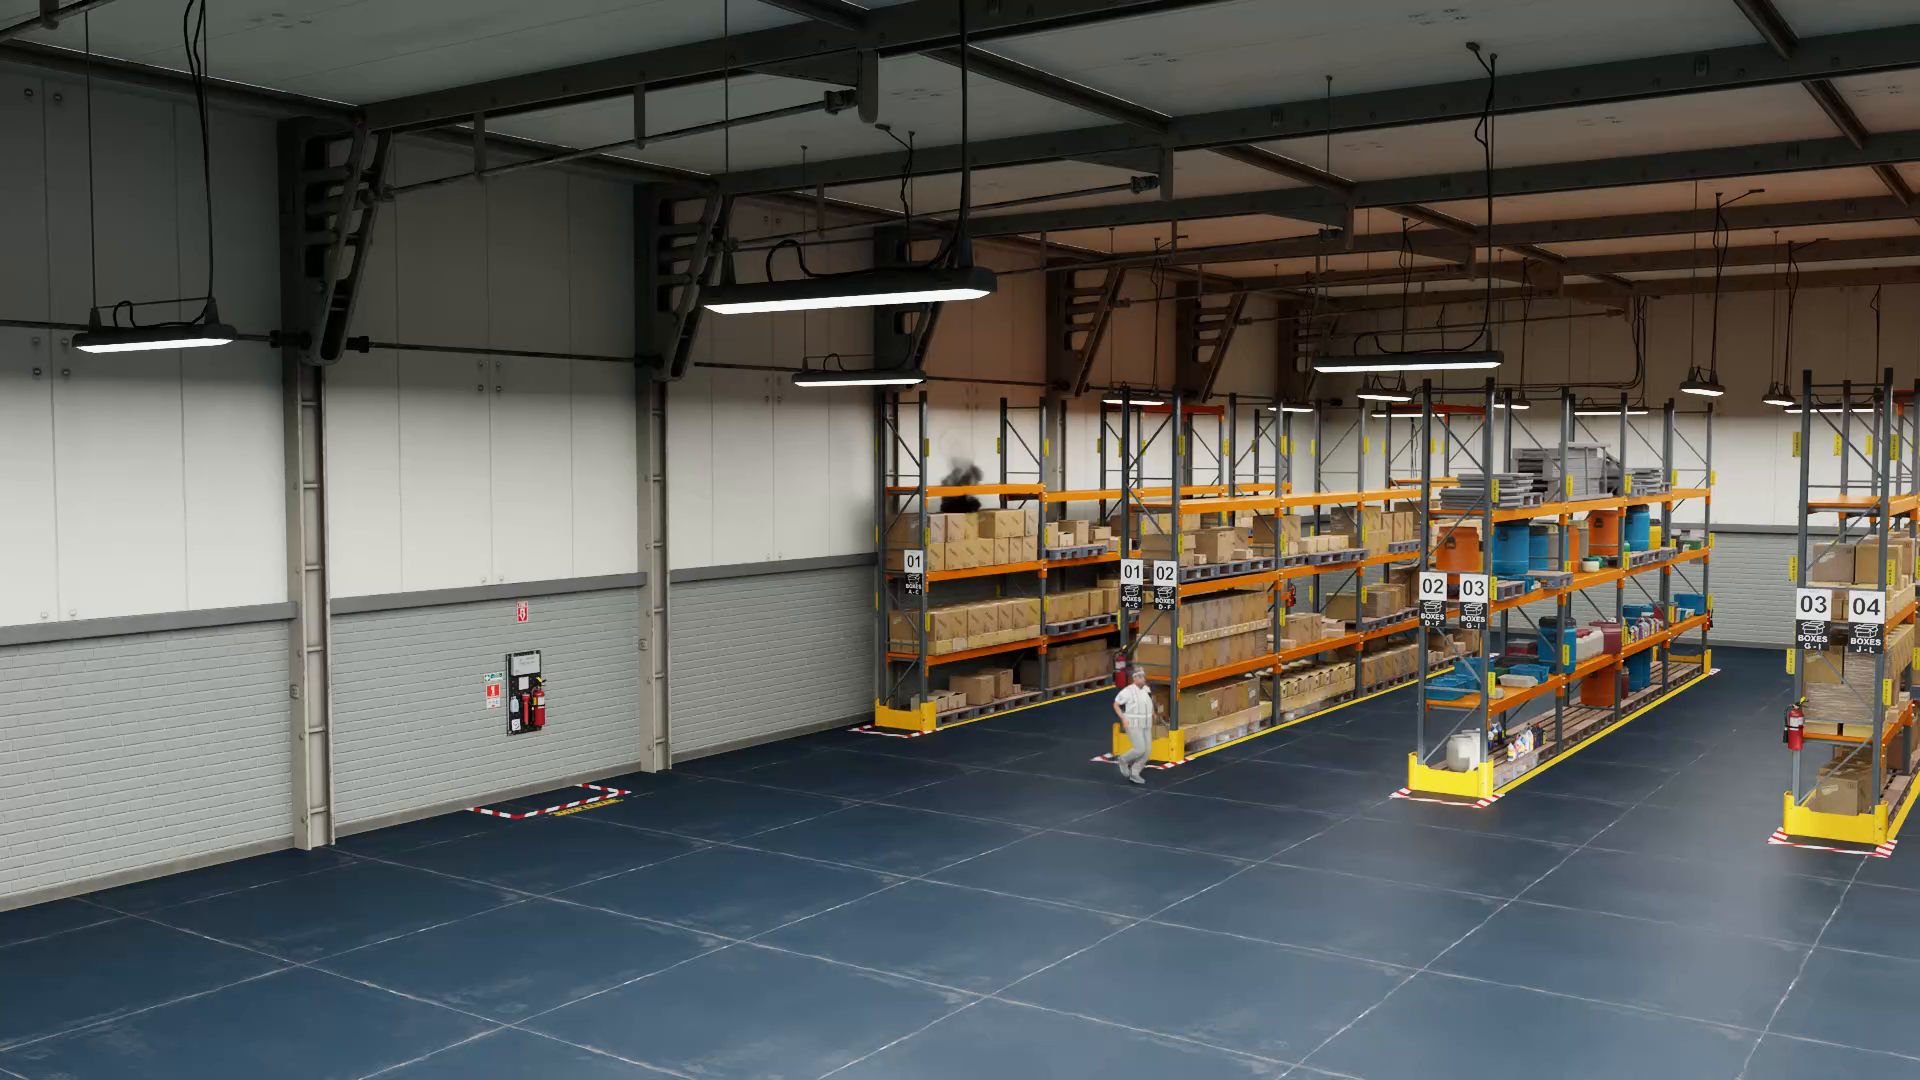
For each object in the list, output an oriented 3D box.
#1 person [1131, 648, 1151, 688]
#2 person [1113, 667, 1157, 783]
[{"bbox_3d":[3.343,2.505,30.313,0.576,1.622,0.559,2,4,32],"label":"person"},{"bbox_3d":[2.680,2.761,24.823,0.661,1.745,0.598,-2,4,-35],"label":"person"}]
